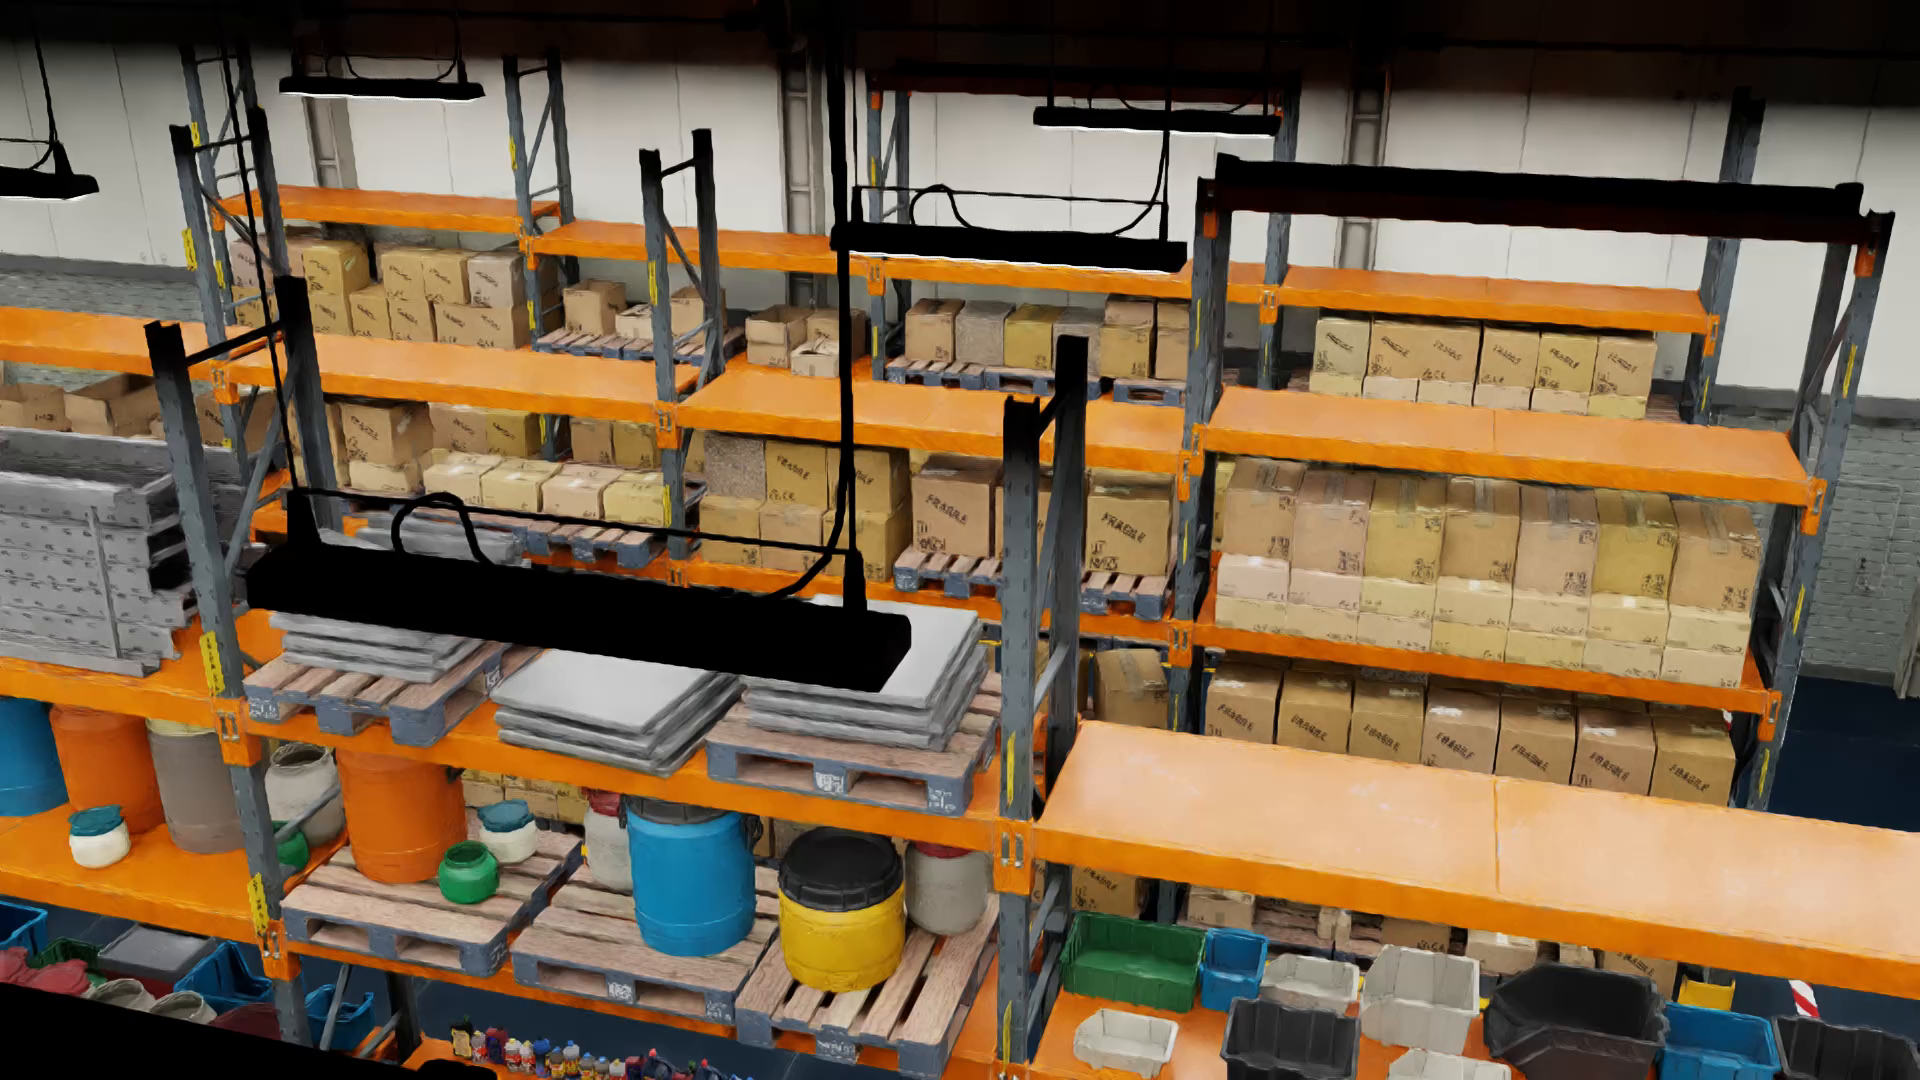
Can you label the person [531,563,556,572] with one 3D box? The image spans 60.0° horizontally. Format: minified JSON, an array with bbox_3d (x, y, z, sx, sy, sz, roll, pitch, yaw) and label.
[{"bbox_3d":[-4.447,0.555,17.155,0.594,1.732,0.463,-5,23,-12],"label":"person"}]
